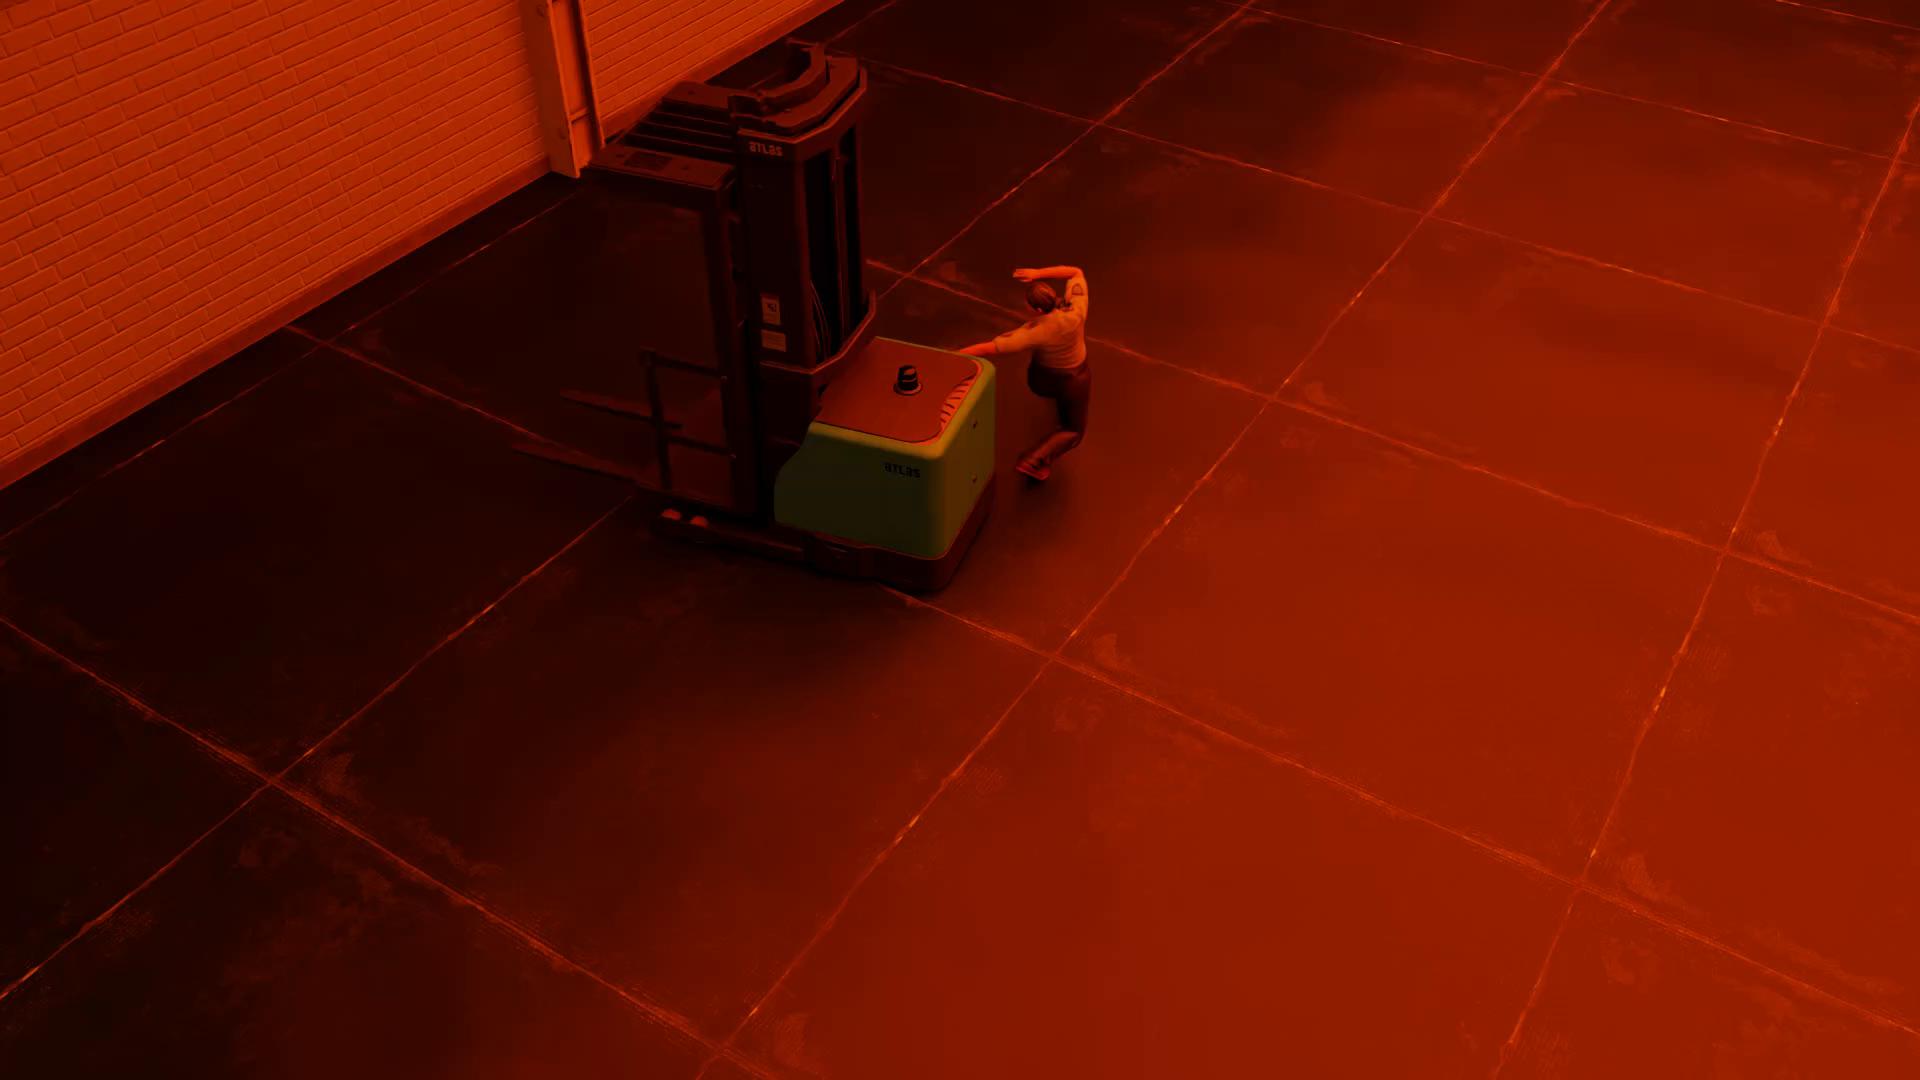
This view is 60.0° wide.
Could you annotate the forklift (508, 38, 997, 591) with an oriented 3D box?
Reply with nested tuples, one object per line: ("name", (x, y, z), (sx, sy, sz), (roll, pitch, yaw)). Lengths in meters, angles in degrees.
("forklift", (-1.346, -1.404, 9.624), (3.031, 2.935, 1.130), (13, 42, 15))

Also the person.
("person", (0.394, -1.140, 10.534), (0.913, 1.366, 0.923), (13, 42, 15))
